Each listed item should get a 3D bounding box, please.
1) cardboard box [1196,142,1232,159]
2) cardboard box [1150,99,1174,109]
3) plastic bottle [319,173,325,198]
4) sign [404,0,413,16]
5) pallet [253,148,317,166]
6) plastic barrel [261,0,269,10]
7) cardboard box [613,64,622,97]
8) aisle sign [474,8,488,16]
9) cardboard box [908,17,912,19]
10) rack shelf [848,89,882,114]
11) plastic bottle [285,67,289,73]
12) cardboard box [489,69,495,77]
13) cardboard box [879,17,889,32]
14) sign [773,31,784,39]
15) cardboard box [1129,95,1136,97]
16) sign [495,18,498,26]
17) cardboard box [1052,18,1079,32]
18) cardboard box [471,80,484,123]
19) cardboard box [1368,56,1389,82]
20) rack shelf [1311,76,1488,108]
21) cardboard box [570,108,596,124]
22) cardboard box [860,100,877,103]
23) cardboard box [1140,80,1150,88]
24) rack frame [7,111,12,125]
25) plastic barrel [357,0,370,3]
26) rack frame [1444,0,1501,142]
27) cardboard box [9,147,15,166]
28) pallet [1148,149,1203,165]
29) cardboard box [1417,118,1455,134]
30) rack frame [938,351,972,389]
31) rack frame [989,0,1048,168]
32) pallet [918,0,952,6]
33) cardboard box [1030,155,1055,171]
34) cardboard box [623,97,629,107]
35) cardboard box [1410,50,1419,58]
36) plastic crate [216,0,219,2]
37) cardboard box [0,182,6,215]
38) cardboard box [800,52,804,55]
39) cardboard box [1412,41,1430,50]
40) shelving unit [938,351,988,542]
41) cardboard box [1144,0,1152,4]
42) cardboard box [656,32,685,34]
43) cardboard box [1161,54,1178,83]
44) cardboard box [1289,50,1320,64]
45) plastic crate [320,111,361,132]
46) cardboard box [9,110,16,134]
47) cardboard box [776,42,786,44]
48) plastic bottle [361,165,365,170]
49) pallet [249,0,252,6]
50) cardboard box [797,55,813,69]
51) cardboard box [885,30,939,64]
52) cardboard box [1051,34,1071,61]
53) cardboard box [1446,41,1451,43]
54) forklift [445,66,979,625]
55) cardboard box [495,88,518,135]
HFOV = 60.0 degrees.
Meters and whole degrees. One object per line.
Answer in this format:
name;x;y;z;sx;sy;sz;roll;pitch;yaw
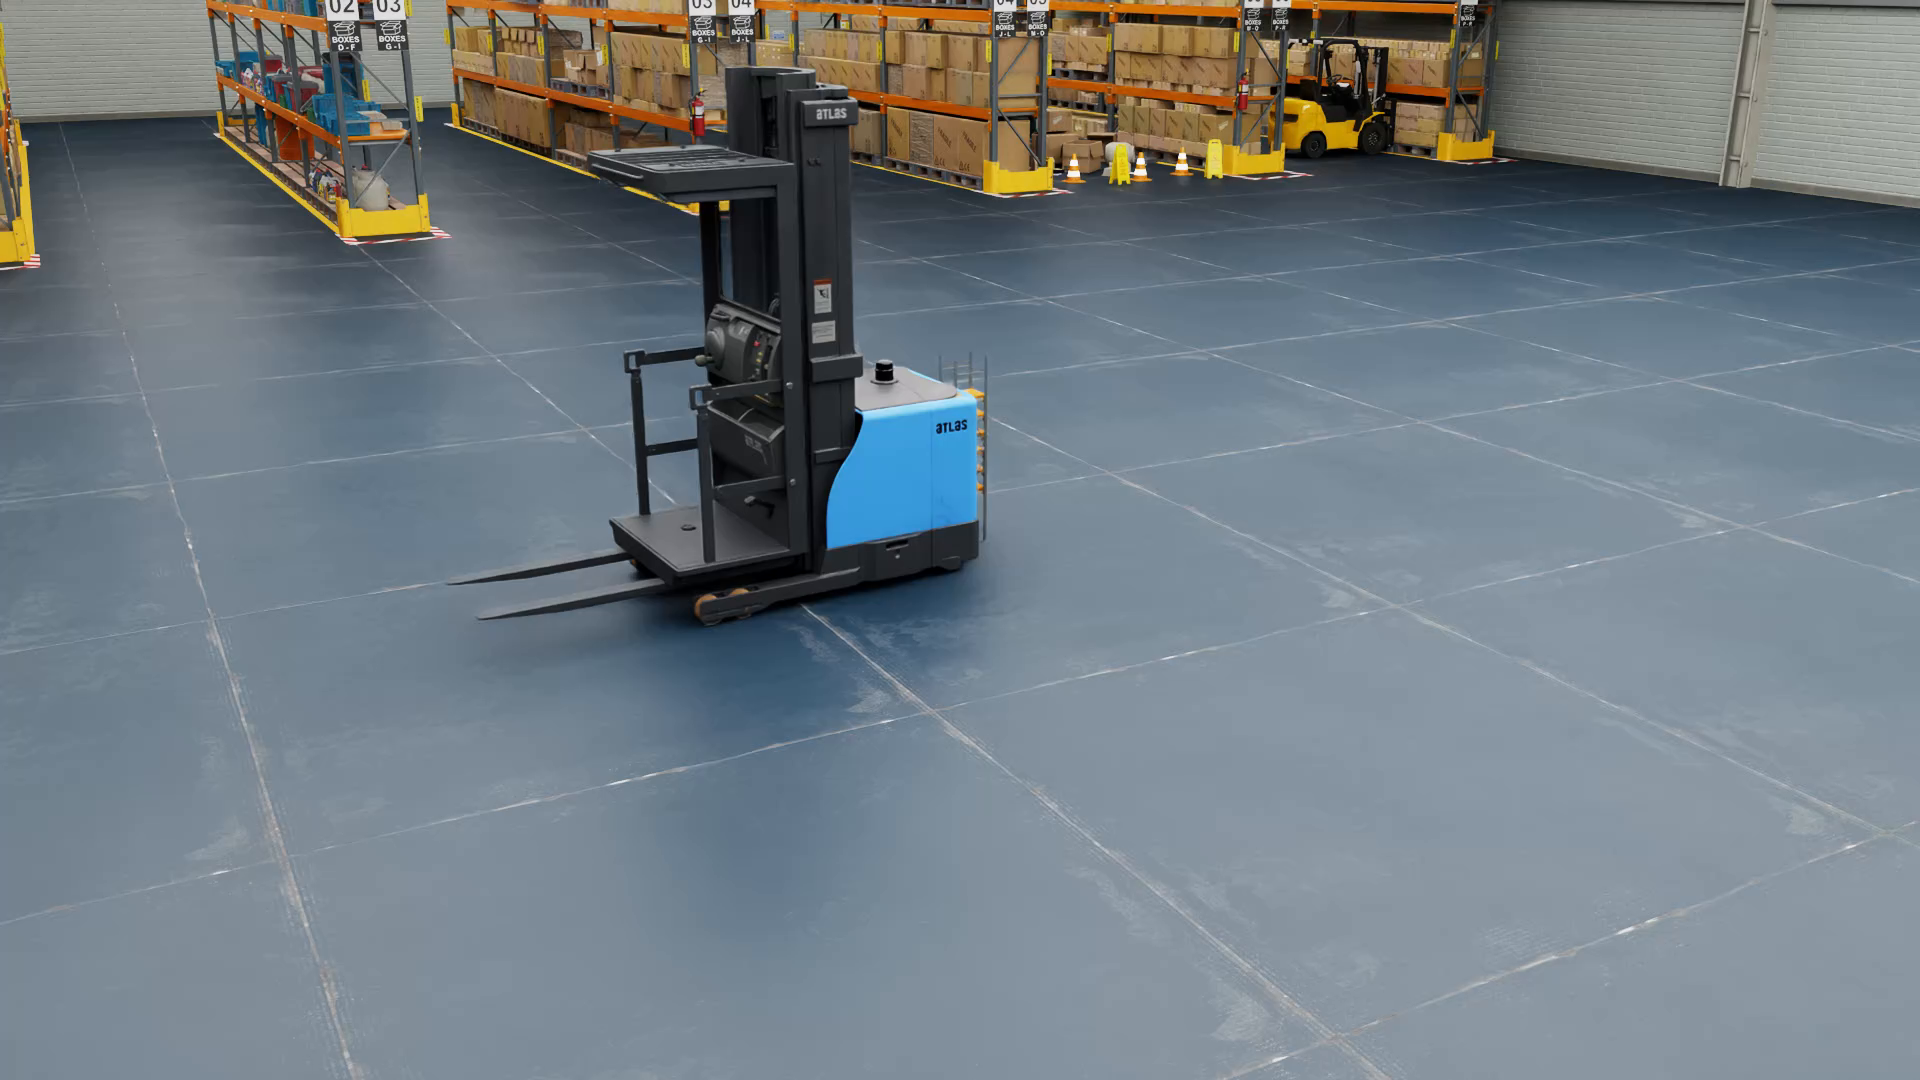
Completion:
cardboard box;4.616;-7.031;29.980;0.500;0.250;0.500;-10;21;-27
cardboard box;3.774;-8.163;31.116;0.380;0.149;0.250;-9;21;-24
plastic bottle;-9.422;-5.265;24.676;0.144;0.351;0.185;-10;21;-27
sign;-7.346;-7.139;22.109;0.100;0.325;0.005;-10;21;-27
pallet;-12.618;-7.181;31.118;1.003;0.211;1.213;-10;21;-27
plastic barrel;-11.122;-9.093;27.128;0.600;0.830;0.708;-10;21;-27
cardboard box;-5.214;-7.597;27.441;0.875;0.500;0.500;-10;21;-27
aisle sign;-10.841;-12.289;37.661;0.394;0.787;0.004;-10;21;-27
cardboard box;-1.016;-12.411;39.320;0.380;0.149;0.250;-10;21;-27
rack shelf;-1.910;-8.522;31.831;1.077;0.370;4.000;-10;21;-27
plastic bottle;-12.806;-8.841;31.730;0.144;0.351;0.185;-10;21;-27
cardboard box;-9.605;-9.763;34.711;0.380;0.149;0.250;-10;21;-26
cardboard box;-1.632;-12.429;40.367;0.500;0.500;0.500;-10;21;-26
sign;-5.120;-14.281;47.005;0.327;0.218;0.001;-10;21;-27
cardboard box;4.442;-10.698;40.223;0.500;0.500;0.500;-11;22;-28
sign;-10.587;-11.732;37.895;0.100;0.325;0.005;-10;21;-27
cardboard box;2.708;-13.120;42.678;0.500;0.500;0.500;-9;21;-25
cardboard box;-10.265;-9.755;36.915;0.875;0.875;0.875;-10;21;-27
cardboard box;8.419;-9.293;32.810;0.500;0.500;0.500;-10;21;-26
rack shelf;8.665;-8.939;33.041;1.077;0.370;4.000;-10;21;-27
cardboard box;-6.928;-7.890;30.905;0.500;0.250;0.500;-9;21;-24
cardboard box;-1.948;-11.341;42.185;0.875;0.438;0.875;-11;22;-28
cardboard box;3.621;-8.612;31.376;0.380;0.149;0.250;-9;21;-25
rack frame;-17.892;-8.311;30.119;1.000;3.000;0.127;-10;21;-27
plastic barrel;-8.175;-7.572;22.076;0.600;0.830;0.708;-10;21;-27
rack frame;9.614;-8.705;31.260;1.000;3.000;0.127;-10;21;-27
cardboard box;-15.274;-6.067;26.326;0.500;0.311;0.500;-10;22;-27
pallet;4.282;-7.227;31.252;1.003;0.211;1.213;-10;21;-27
cardboard box;9.108;-7.931;31.823;0.500;0.250;0.500;-10;22;-27
rack frame;-0.029;-0.592;10.507;0.240;1.200;0.006;-11;22;-29
rack frame;0.940;-7.139;26.722;1.000;3.000;0.127;-10;21;-27
pallet;-0.005;-9.077;27.876;1.003;0.211;1.213;-10;21;-27
cardboard box;1.477;-6.787;29.893;0.396;0.266;0.258;-6;20;-17
cardboard box;-5.285;-7.180;27.225;0.380;0.149;0.250;-10;21;-27
cardboard box;8.879;-9.341;31.954;0.380;0.149;0.250;-10;21;-27
plastic crate;-14.649;-10.904;33.215;0.437;0.282;0.530;-10;21;-27
cardboard box;-12.491;-4.451;21.355;0.500;0.500;0.500;-10;21;-27
cardboard box;-3.043;-9.904;34.019;0.380;0.149;0.250;-9;21;-24
cardboard box;8.914;-9.489;31.930;0.380;0.149;0.250;-10;21;-26
shelving unit;0.018;-0.566;10.433;0.258;1.200;0.189;-11;22;-29
cardboard box;3.655;-10.039;30.913;0.380;0.149;0.250;-9;21;-25
cardboard box;-4.679;-7.979;27.014;0.500;0.500;0.500;-10;21;-27
cardboard box;4.055;-8.673;30.558;0.500;0.500;0.500;-10;21;-26
cardboard box;7.257;-10.120;34.824;0.500;0.250;0.500;-10;22;-28
plastic crate;-8.637;-5.847;23.206;0.499;0.251;0.408;-10;21;-27
cardboard box;-19.316;-8.368;33.441;0.500;0.500;0.500;-10;21;-27
cardboard box;-3.649;-10.409;35.027;0.380;0.149;0.250;-10;22;-27
plastic bottle;-9.172;-5.597;25.638;0.144;0.351;0.185;-11;22;-28
pallet;-11.908;-9.493;29.234;1.003;0.211;1.213;-10;21;-27
cardboard box;-2.884;-9.312;32.867;0.500;0.500;0.500;-10;21;-26
cardboard box;-0.815;-8.758;29.527;0.875;0.550;0.550;-10;21;-27
cardboard box;2.201;-10.008;33.784;0.500;0.500;0.500;-11;22;-29
cardboard box;9.411;-9.483;31.910;0.380;0.149;0.250;-10;21;-26
forklift;-1.410;-1.108;9.348;3.031;2.935;1.130;-11;22;-29
cardboard box;-8.850;-8.858;34.318;1.225;0.875;0.875;-10;21;-26
